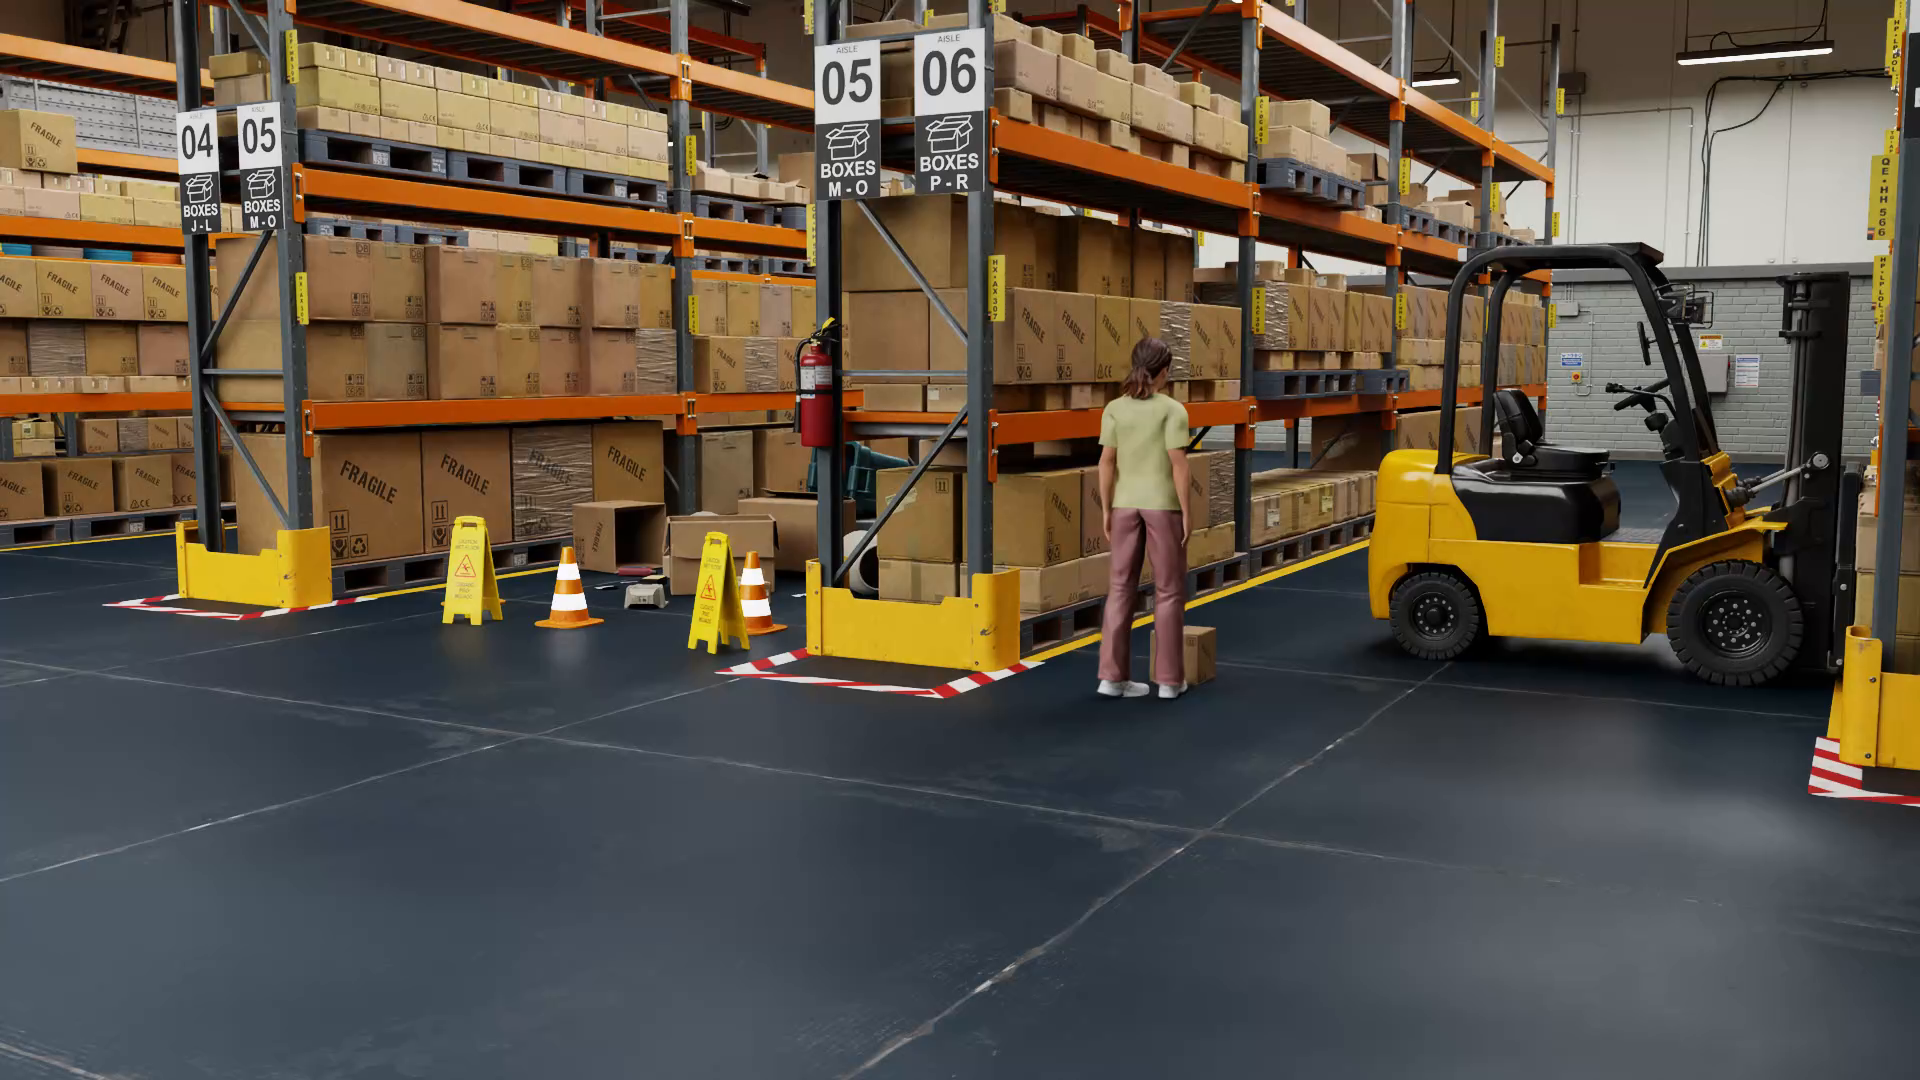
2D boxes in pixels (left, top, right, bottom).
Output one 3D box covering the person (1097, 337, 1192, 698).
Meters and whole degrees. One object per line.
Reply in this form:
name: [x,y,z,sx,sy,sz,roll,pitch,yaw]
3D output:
person: [0.886,-0.097,7.776,0.451,1.695,0.430,3,7,28]
